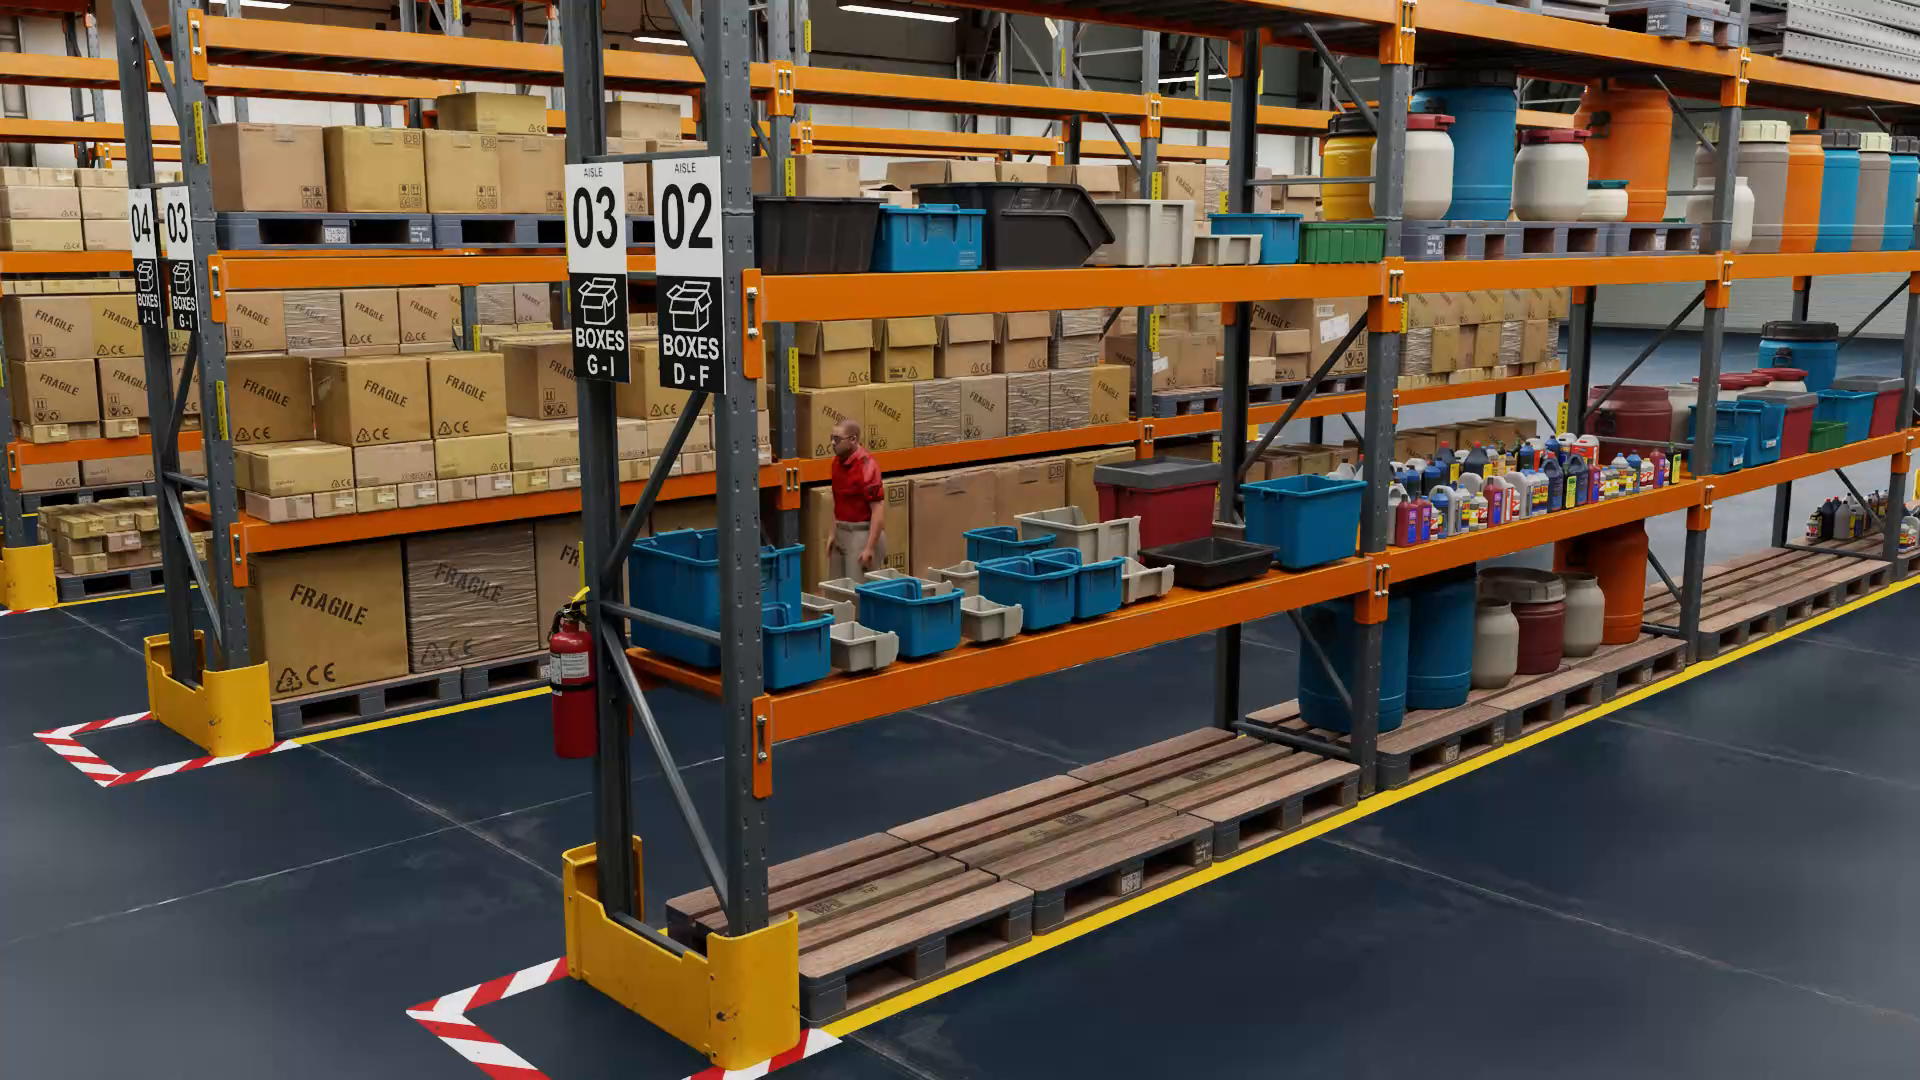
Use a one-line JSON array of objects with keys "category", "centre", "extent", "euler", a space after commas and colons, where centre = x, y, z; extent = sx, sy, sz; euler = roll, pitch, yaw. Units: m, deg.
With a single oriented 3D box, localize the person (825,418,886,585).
[{"category": "person", "centre": [-0.725, 0.027, 11.307], "extent": [0.394, 1.727, 0.606], "euler": [-6, 12, -30]}]
